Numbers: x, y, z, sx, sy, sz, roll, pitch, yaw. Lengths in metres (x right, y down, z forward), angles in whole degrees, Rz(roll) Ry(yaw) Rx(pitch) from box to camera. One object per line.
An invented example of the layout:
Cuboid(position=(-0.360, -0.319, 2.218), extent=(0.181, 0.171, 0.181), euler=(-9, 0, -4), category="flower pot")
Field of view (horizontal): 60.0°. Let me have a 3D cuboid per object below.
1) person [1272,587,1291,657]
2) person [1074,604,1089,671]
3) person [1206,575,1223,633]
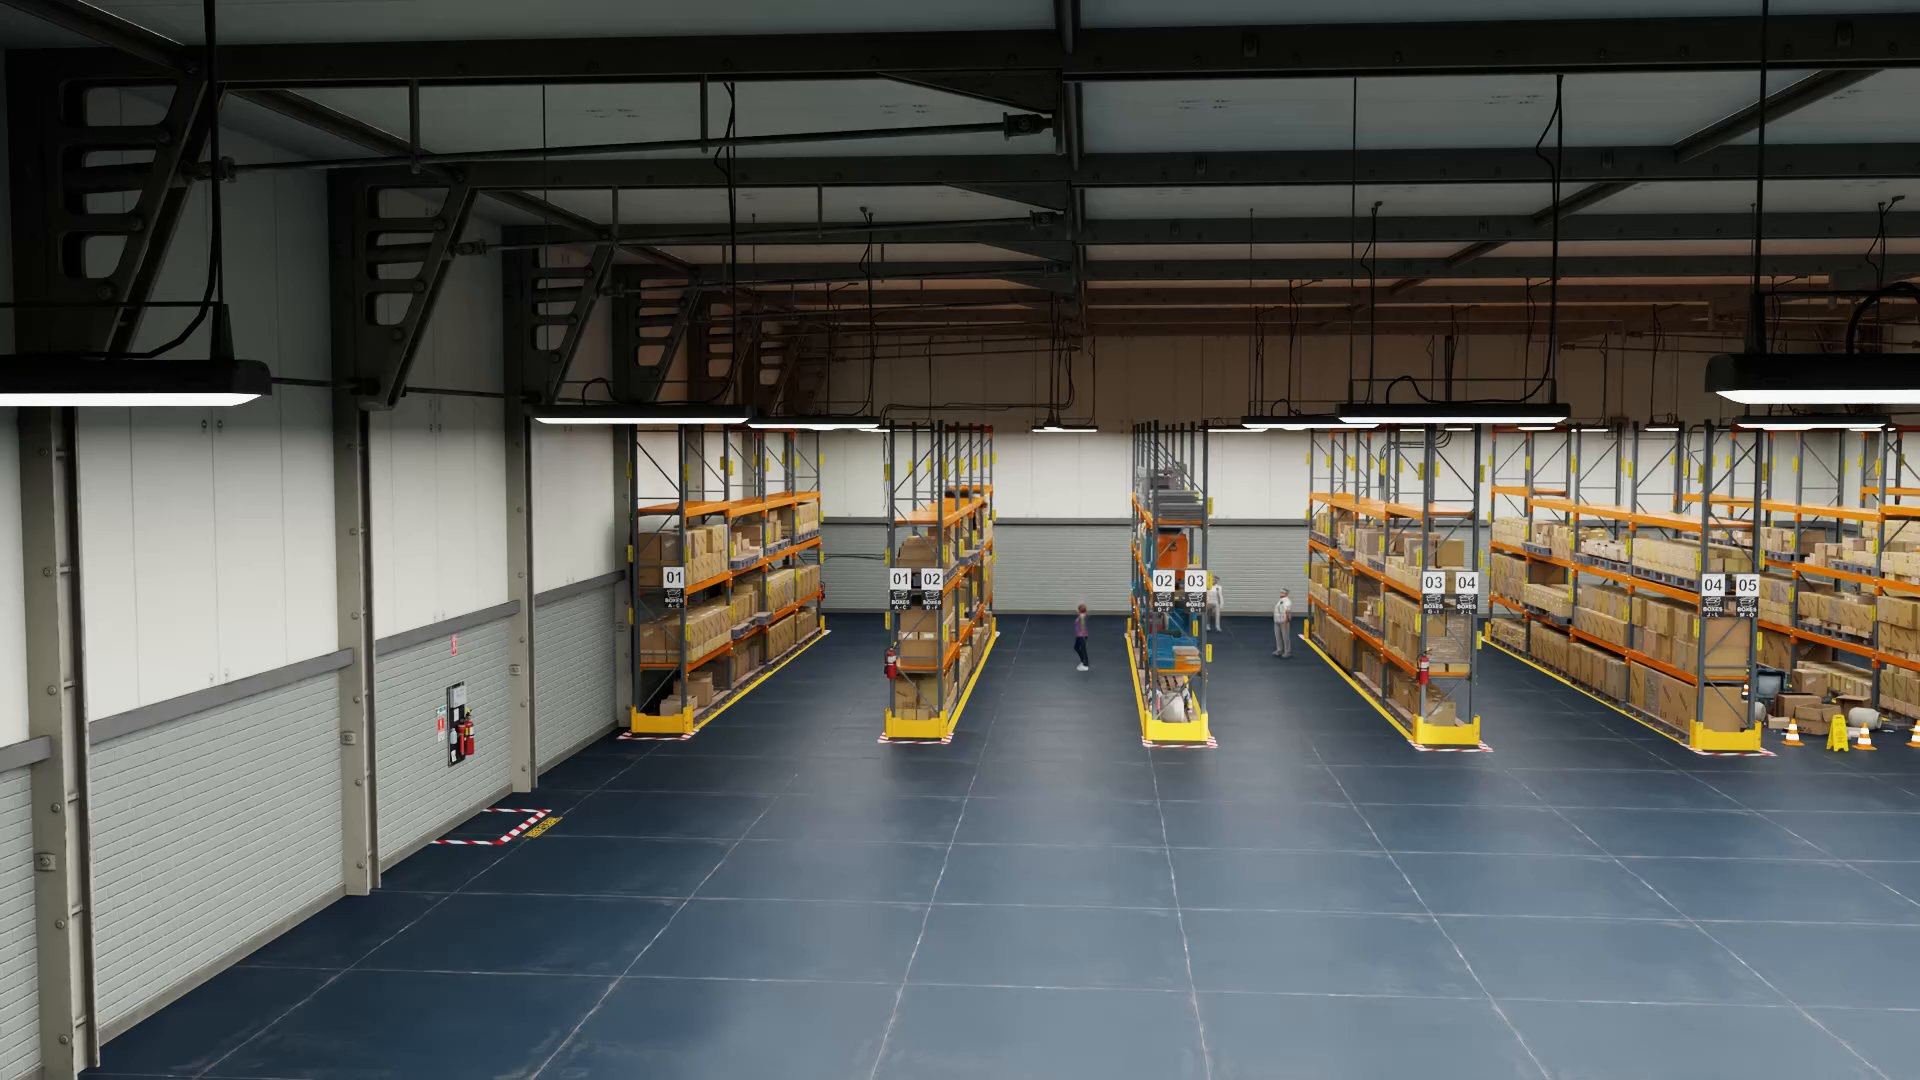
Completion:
Cuboid(position=(8.337, 2.111, 42.999), extent=(0.455, 1.787, 0.545), euler=(-3, 4, -35), category="person")
Cuboid(position=(2.929, 2.327, 40.127), extent=(0.351, 1.603, 0.490), euler=(0, 4, 1), category="person")
Cuboid(position=(7.337, 1.839, 48.143), extent=(0.592, 1.629, 1.028), euler=(0, 4, 0), category="person")
